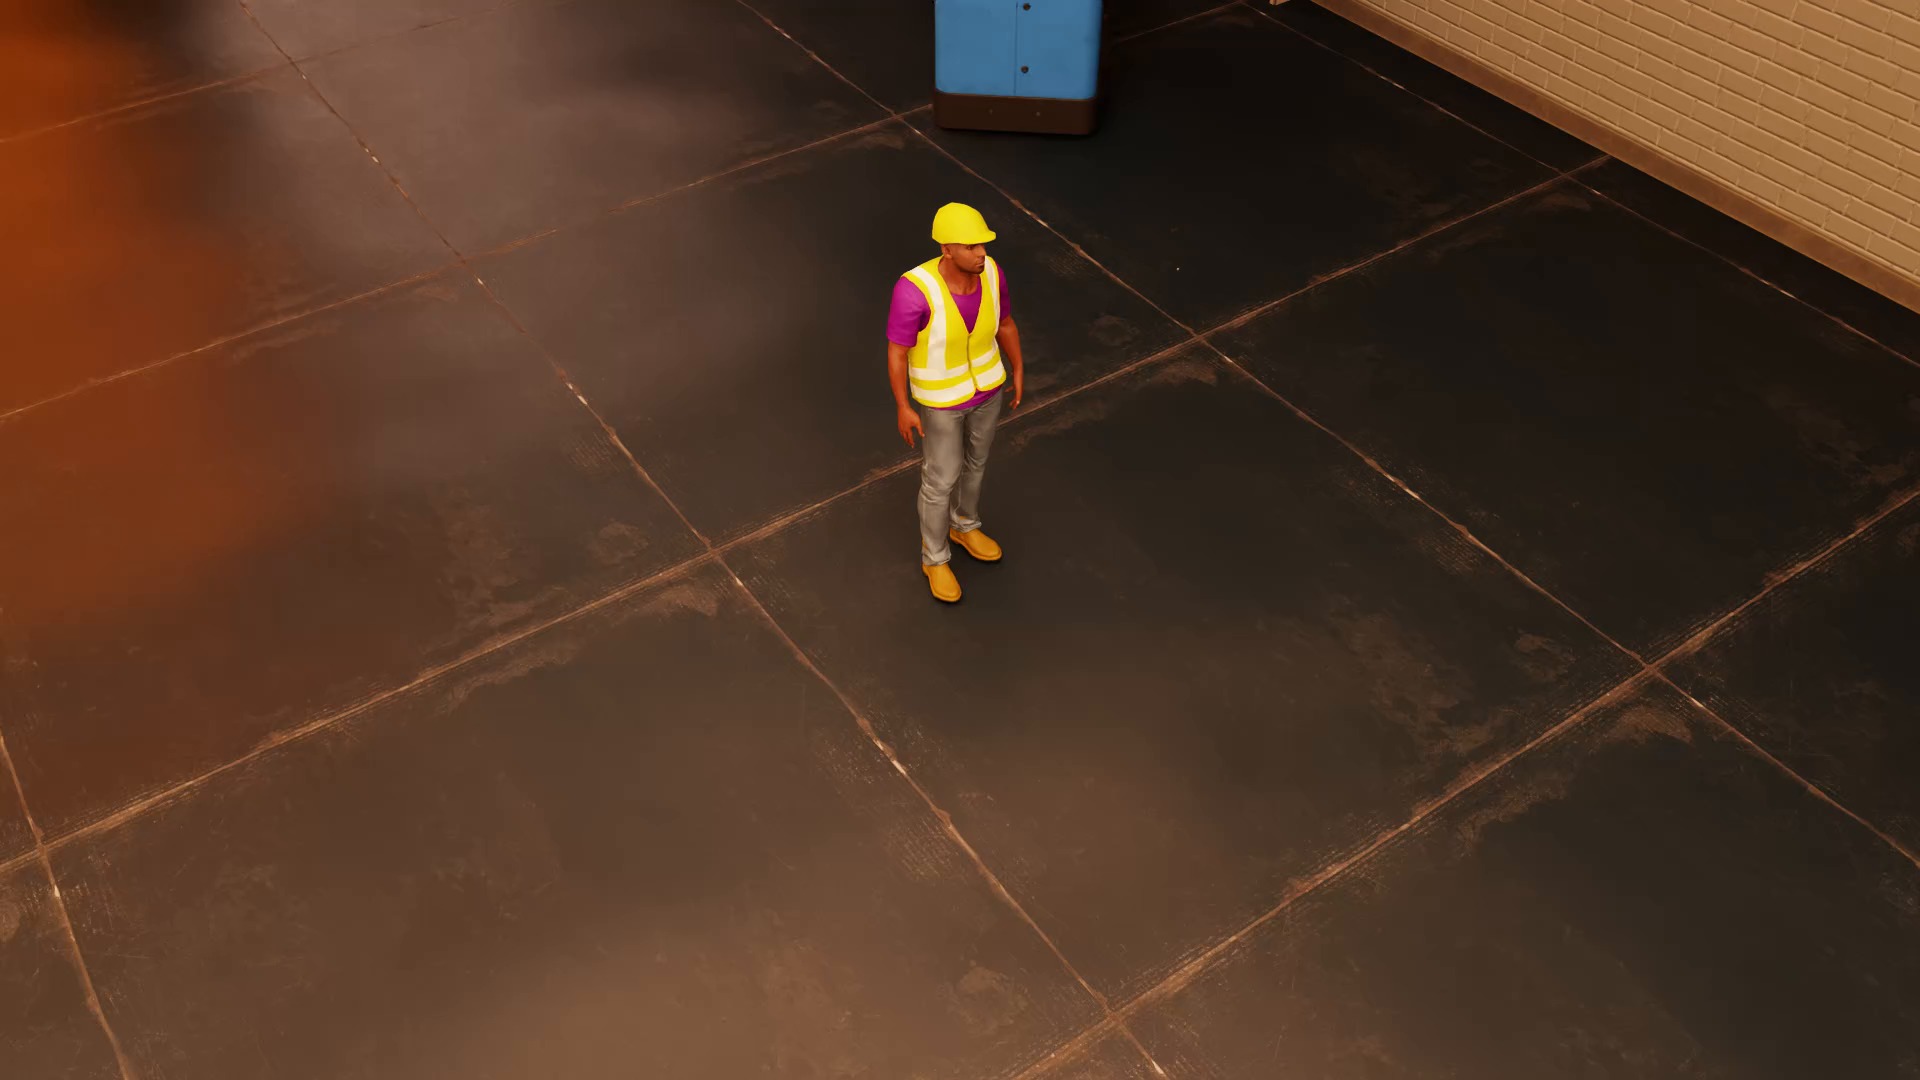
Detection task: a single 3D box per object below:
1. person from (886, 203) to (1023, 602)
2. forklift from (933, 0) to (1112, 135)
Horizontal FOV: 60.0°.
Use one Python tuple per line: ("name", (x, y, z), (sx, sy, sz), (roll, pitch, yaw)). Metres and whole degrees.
("person", (0.035, -0.614, 7.230), (0.665, 1.768, 0.575), (-25, 48, -25))
("forklift", (0.498, -4.648, 10.759), (1.130, 2.935, 3.031), (4, 43, 4))
